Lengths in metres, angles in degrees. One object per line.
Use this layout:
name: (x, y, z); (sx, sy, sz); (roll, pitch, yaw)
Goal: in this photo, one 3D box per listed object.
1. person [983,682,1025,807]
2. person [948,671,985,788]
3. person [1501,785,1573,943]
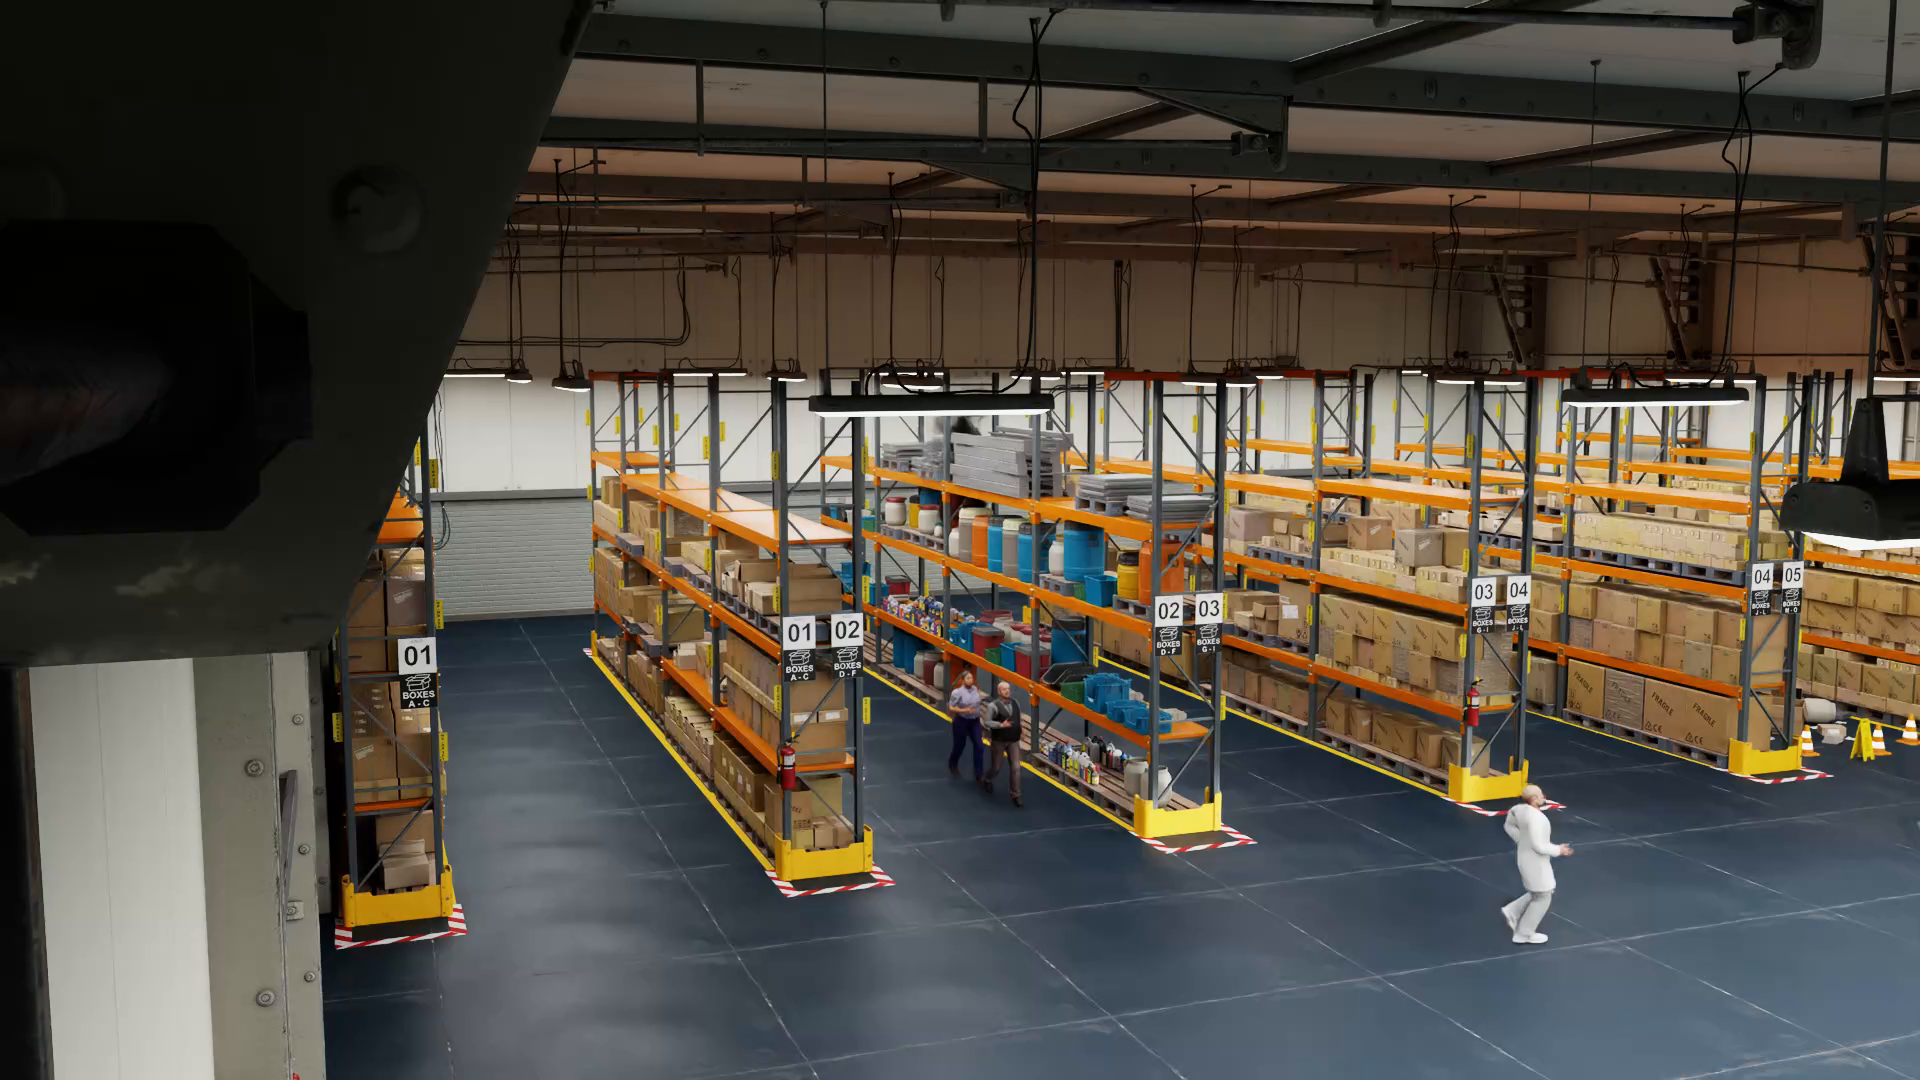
person: (0.635, 2.845, 23.464); (0.661, 1.700, 0.963); (-3, 7, -23)
person: (0.082, 2.766, 24.618); (0.598, 1.671, 0.863); (-3, 7, -27)
person: (6.207, 3.474, 17.870); (0.628, 1.729, 0.703); (0, 6, 0)
